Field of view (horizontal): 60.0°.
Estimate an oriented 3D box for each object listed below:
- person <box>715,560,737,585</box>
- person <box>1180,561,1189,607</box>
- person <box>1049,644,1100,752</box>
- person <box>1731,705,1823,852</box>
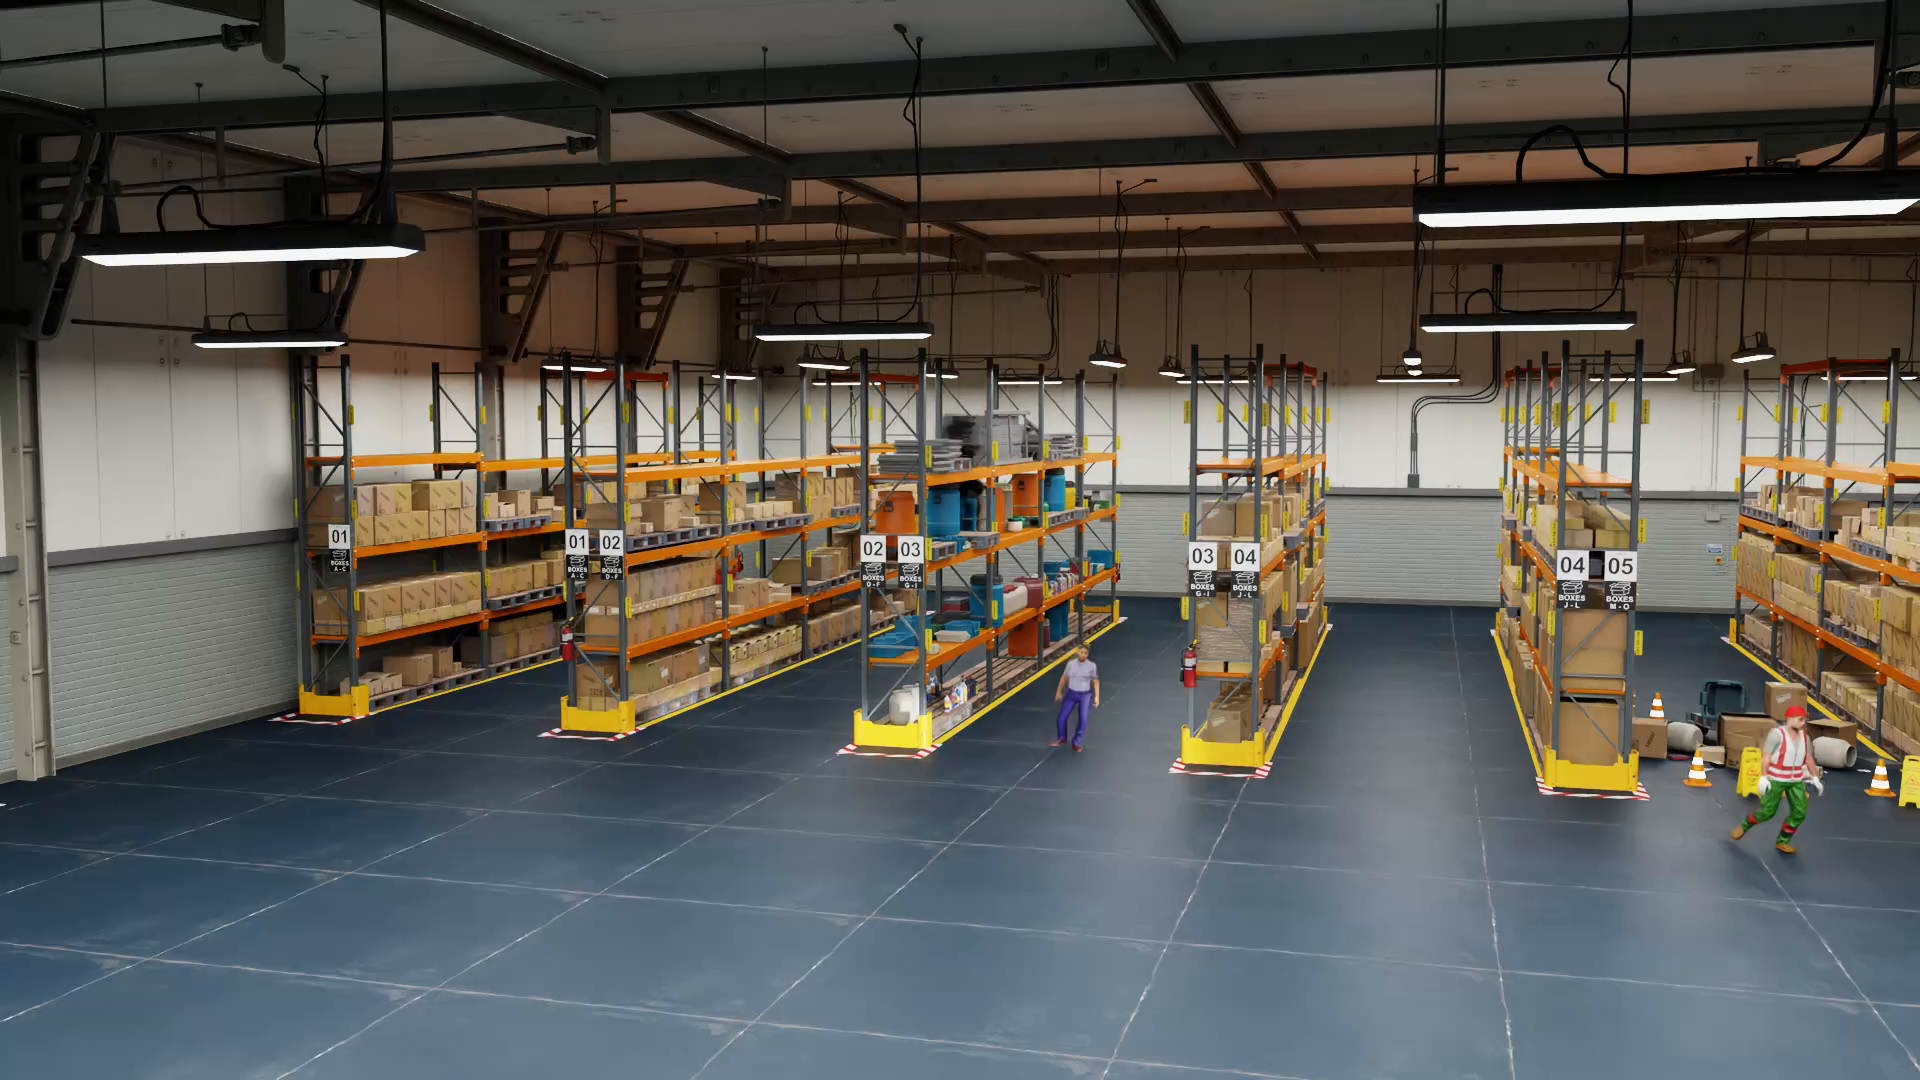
[{"bbox_3d":[-5.446,1.299,38.251,0.680,1.713,1.000,0,4,-4],"label":"person"},{"bbox_3d":[5.946,1.021,41.300,1.012,1.728,0.738,4,6,41],"label":"person"},{"bbox_3d":[1.704,2.340,24.810,0.774,1.600,0.505,1,4,9],"label":"person"},{"bbox_3d":[9.390,2.712,19.103,0.792,1.712,0.713,-1,4,-10],"label":"person"}]
